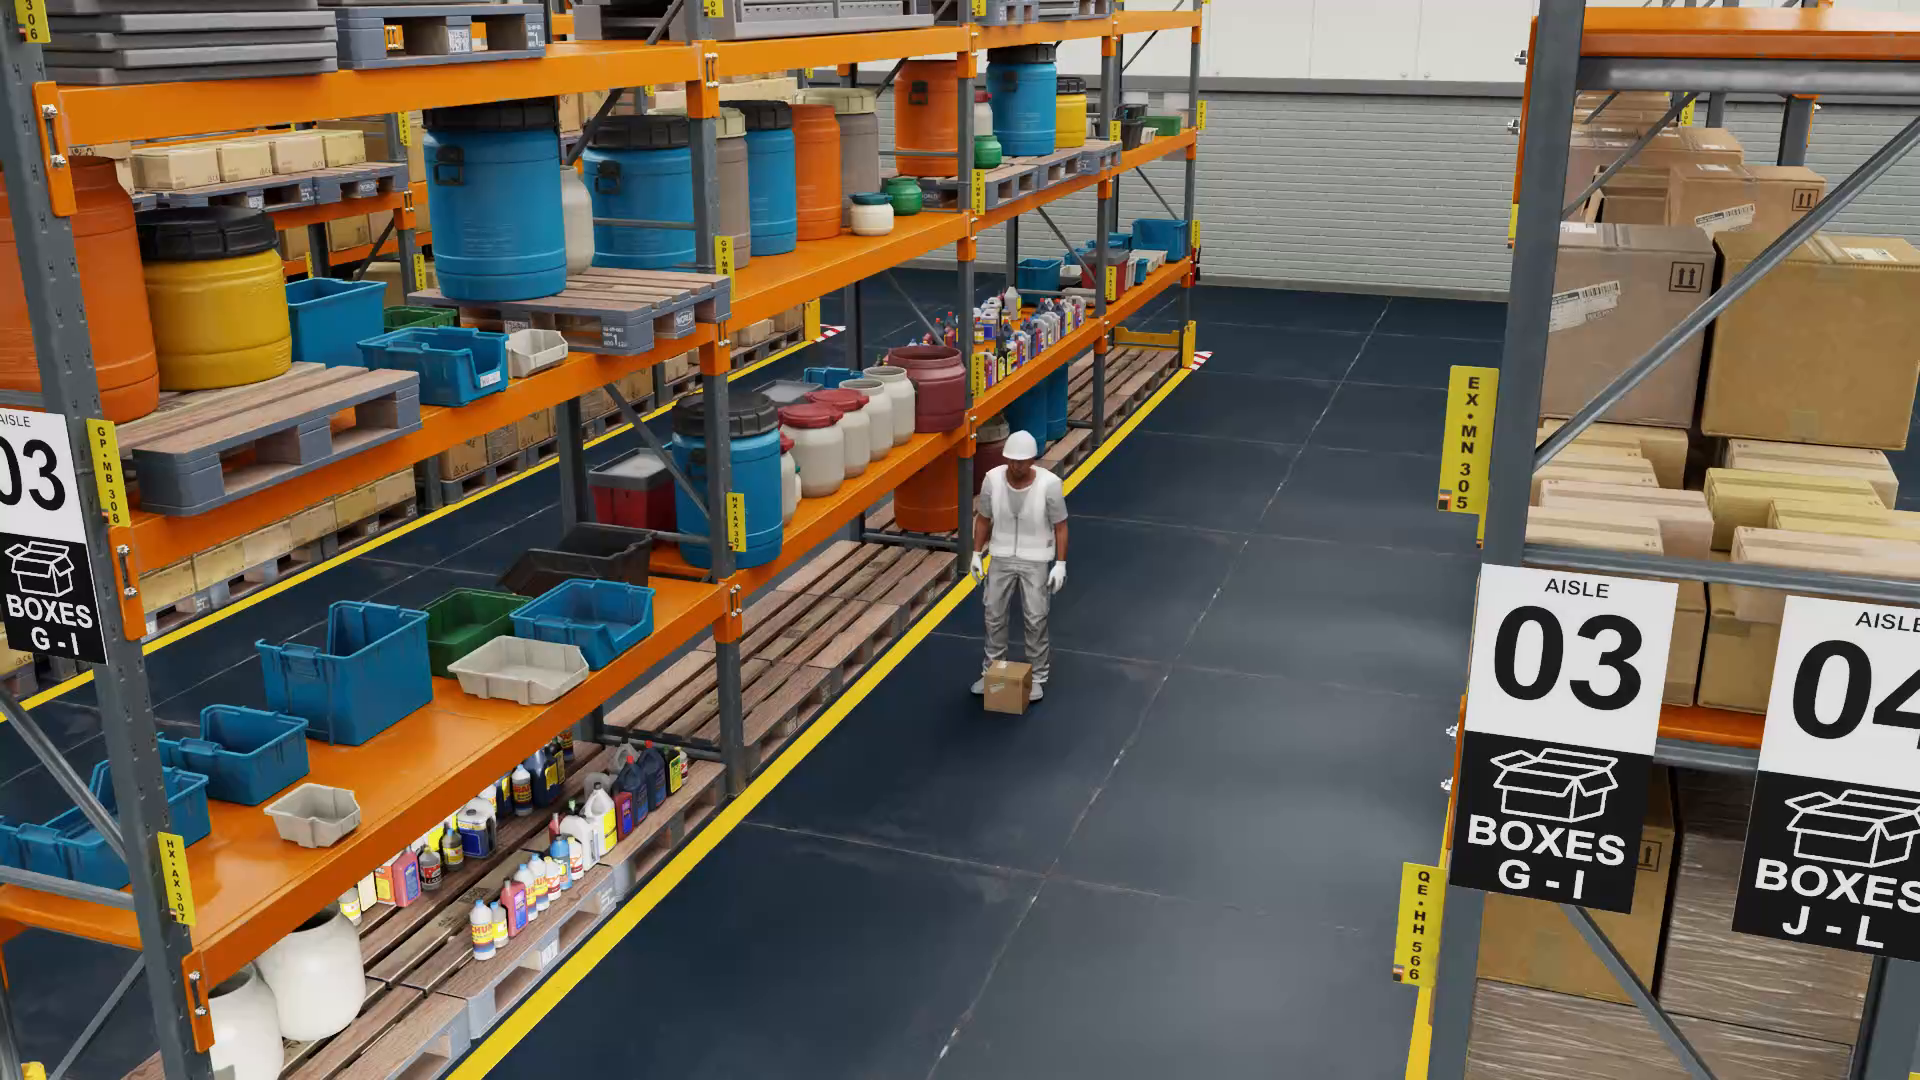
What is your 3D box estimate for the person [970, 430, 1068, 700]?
[{"bbox_3d":[0.374,0.150,10.594,0.628,1.774,0.453,6,19,17],"label":"person"}]
